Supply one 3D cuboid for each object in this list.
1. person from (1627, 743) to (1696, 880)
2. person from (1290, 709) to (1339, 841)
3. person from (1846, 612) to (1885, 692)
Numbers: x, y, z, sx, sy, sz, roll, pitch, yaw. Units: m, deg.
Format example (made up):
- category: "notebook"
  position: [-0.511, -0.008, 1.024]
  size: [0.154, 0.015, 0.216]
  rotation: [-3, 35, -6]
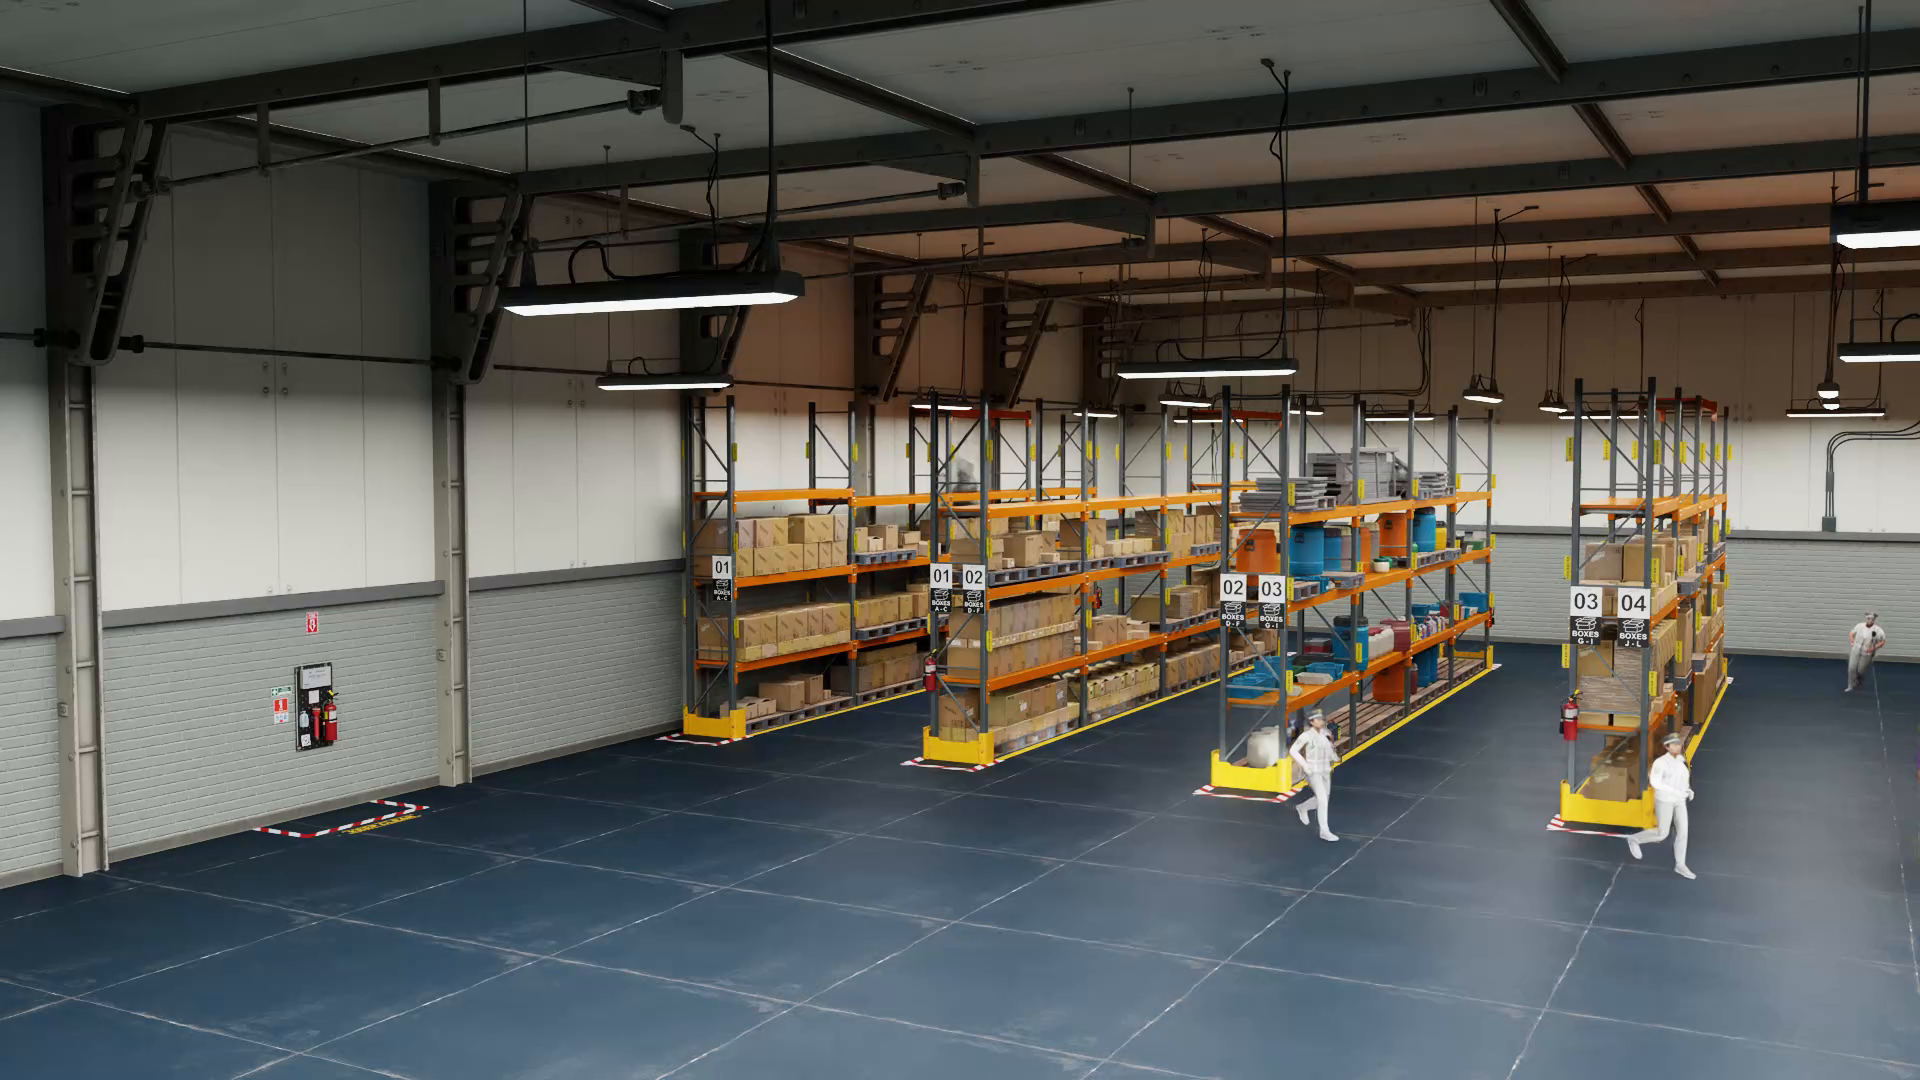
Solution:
- category: "person"
  position: [8.442, 3.154, 19.858]
  size: [0.626, 1.640, 0.867]
  rotation: [-1, 3, -25]
- category: "person"
  position: [4.637, 3.020, 21.653]
  size: [0.626, 1.668, 0.829]
  rotation: [-2, 3, -31]
- category: "person"
  position: [18.952, 2.339, 34.789]
  size: [0.649, 1.698, 0.680]
  rotation: [-3, 4, -43]
